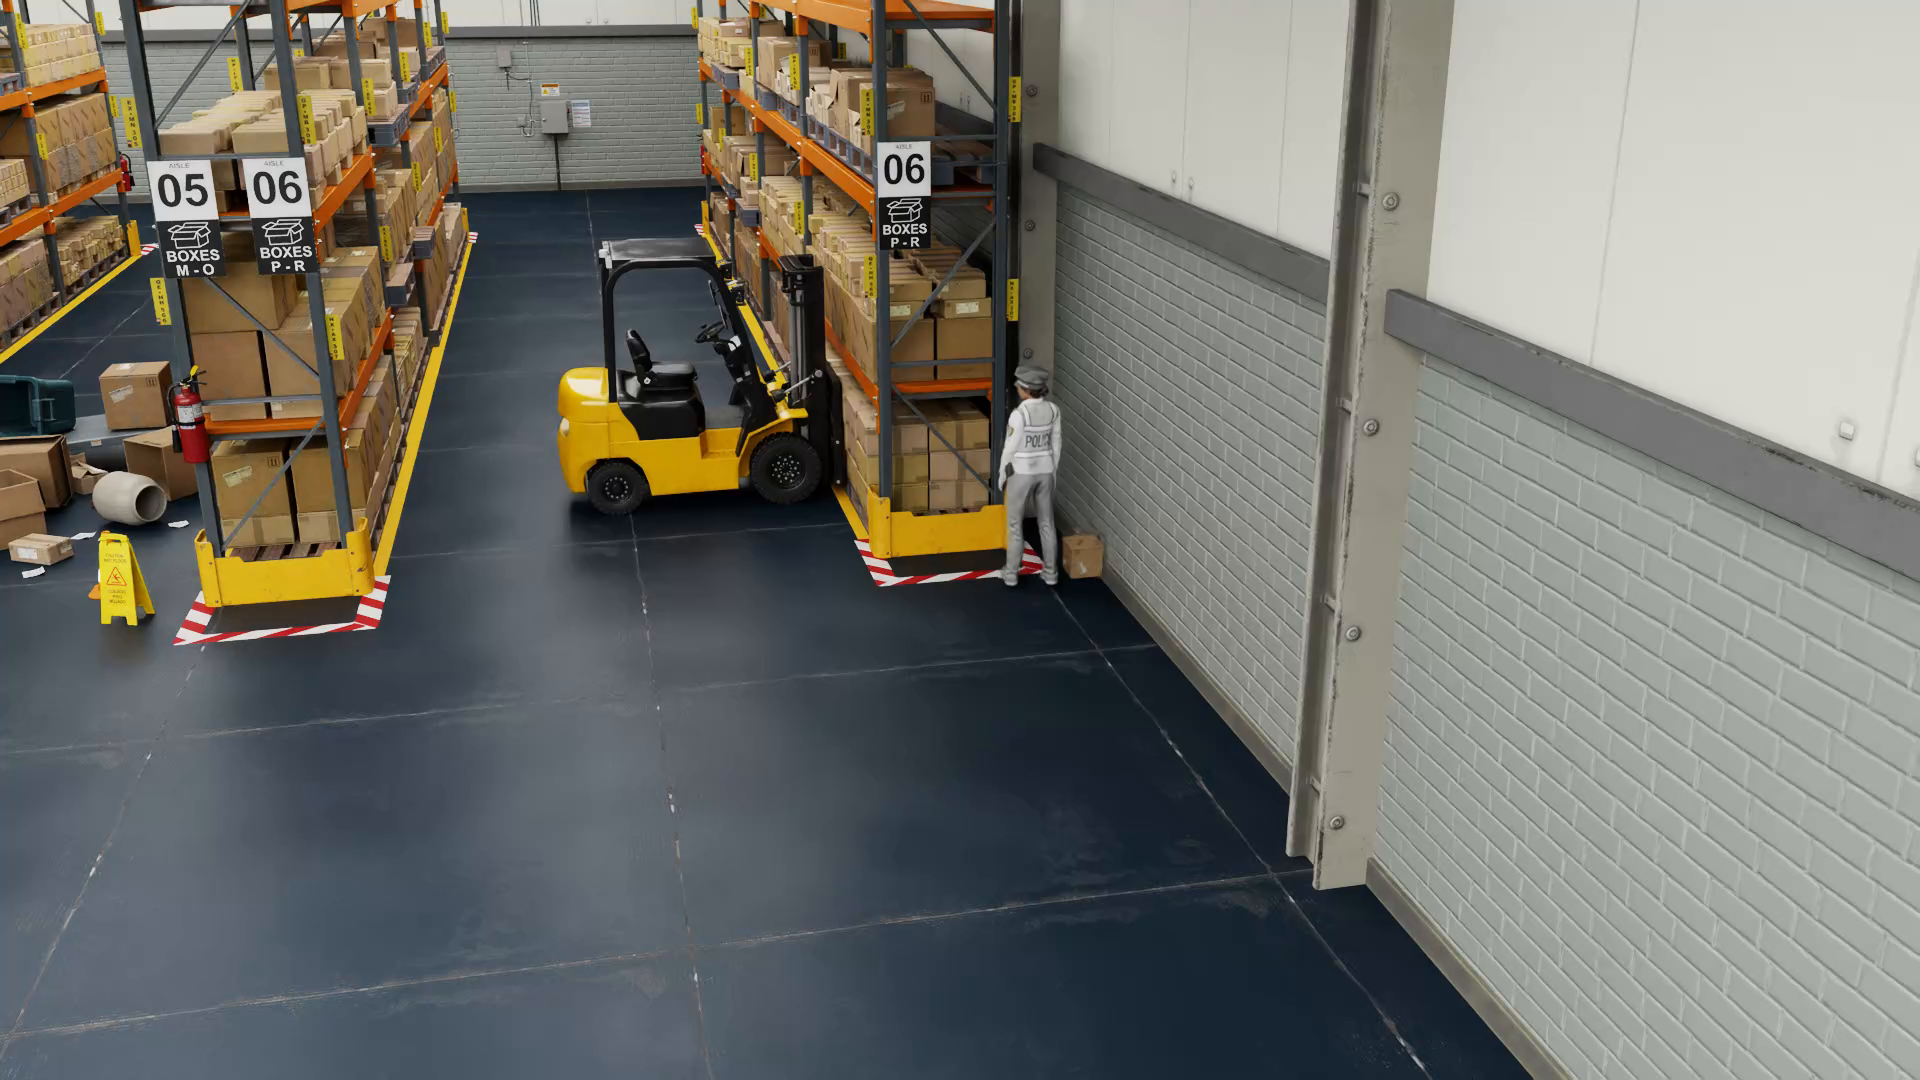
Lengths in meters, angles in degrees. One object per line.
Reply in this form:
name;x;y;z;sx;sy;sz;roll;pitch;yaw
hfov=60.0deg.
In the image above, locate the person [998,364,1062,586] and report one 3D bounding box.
person;0.512;-0.470;12.283;0.516;1.687;0.434;-13;23;-31
